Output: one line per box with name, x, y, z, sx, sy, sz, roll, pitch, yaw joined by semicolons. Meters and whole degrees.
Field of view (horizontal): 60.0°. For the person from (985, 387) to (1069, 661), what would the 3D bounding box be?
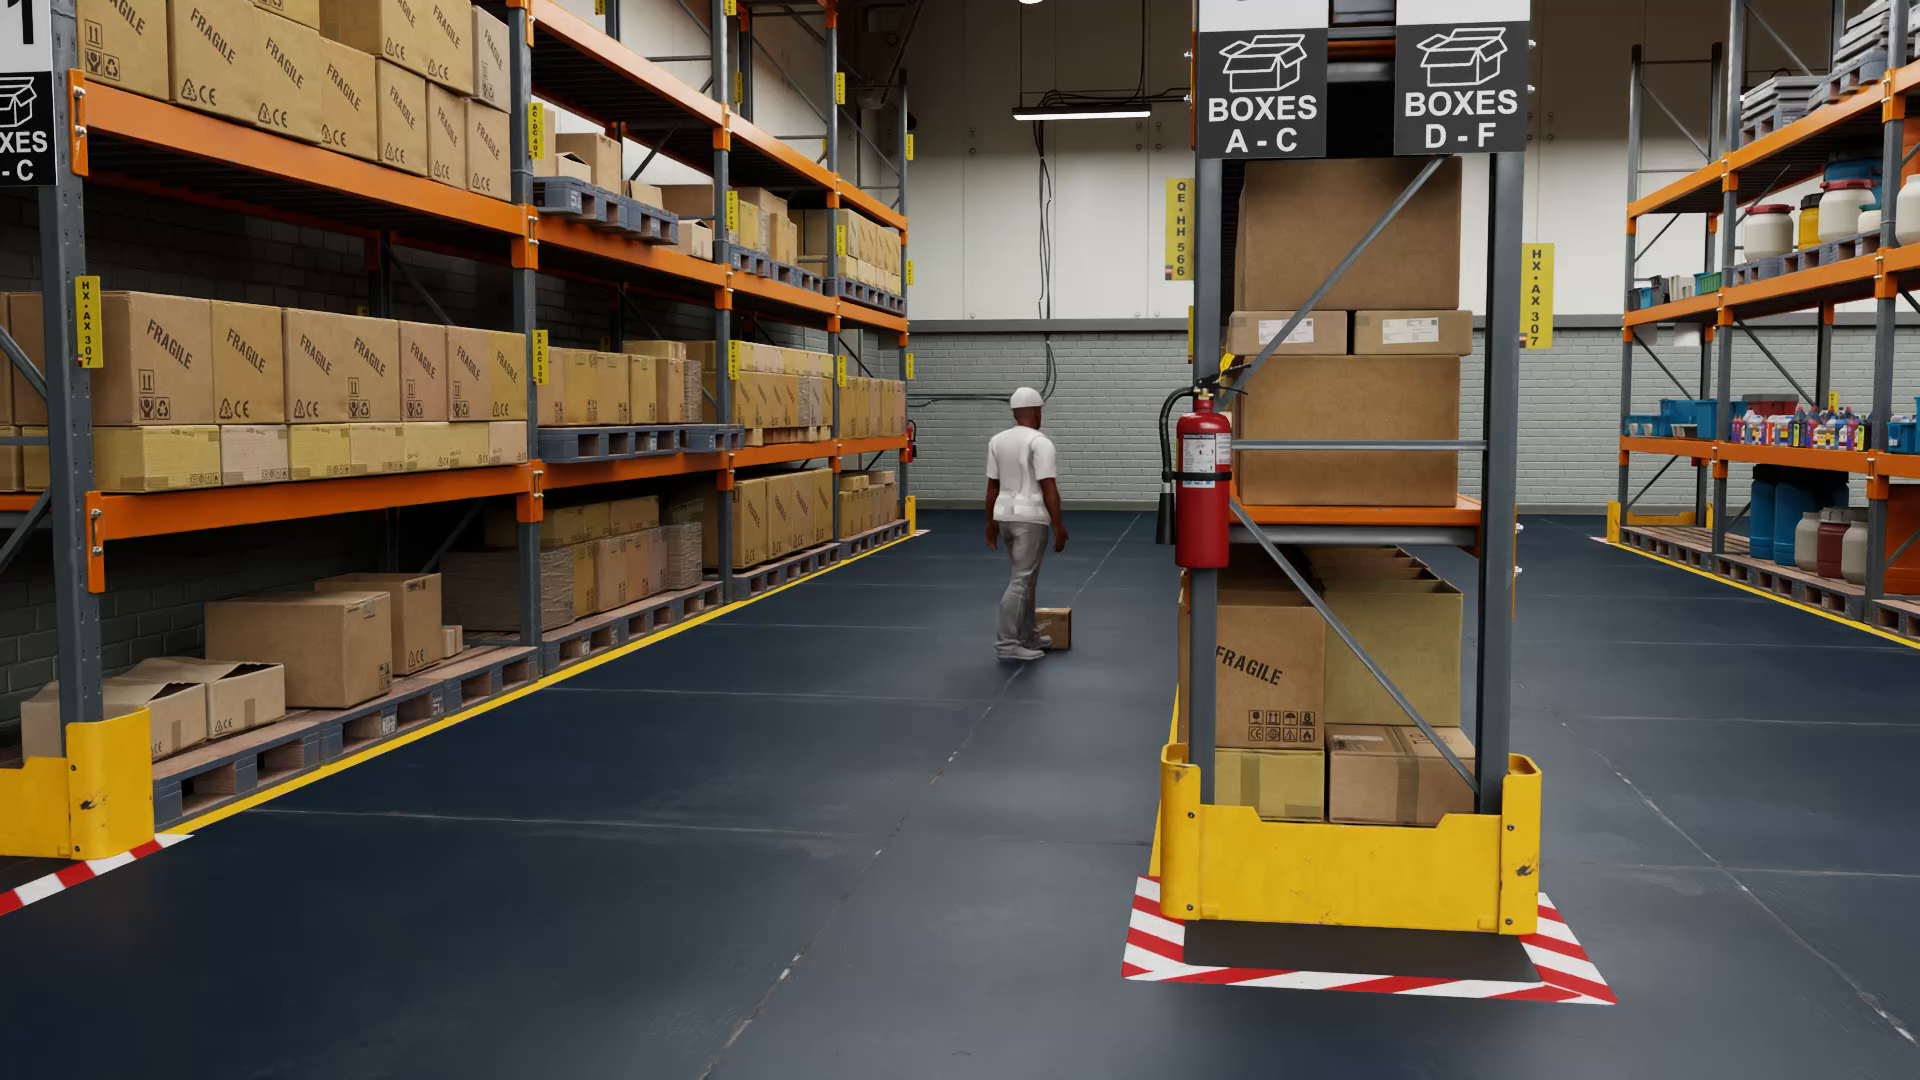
person;0.489;-0.109;10.805;0.626;1.756;0.601;-3;5;-33
